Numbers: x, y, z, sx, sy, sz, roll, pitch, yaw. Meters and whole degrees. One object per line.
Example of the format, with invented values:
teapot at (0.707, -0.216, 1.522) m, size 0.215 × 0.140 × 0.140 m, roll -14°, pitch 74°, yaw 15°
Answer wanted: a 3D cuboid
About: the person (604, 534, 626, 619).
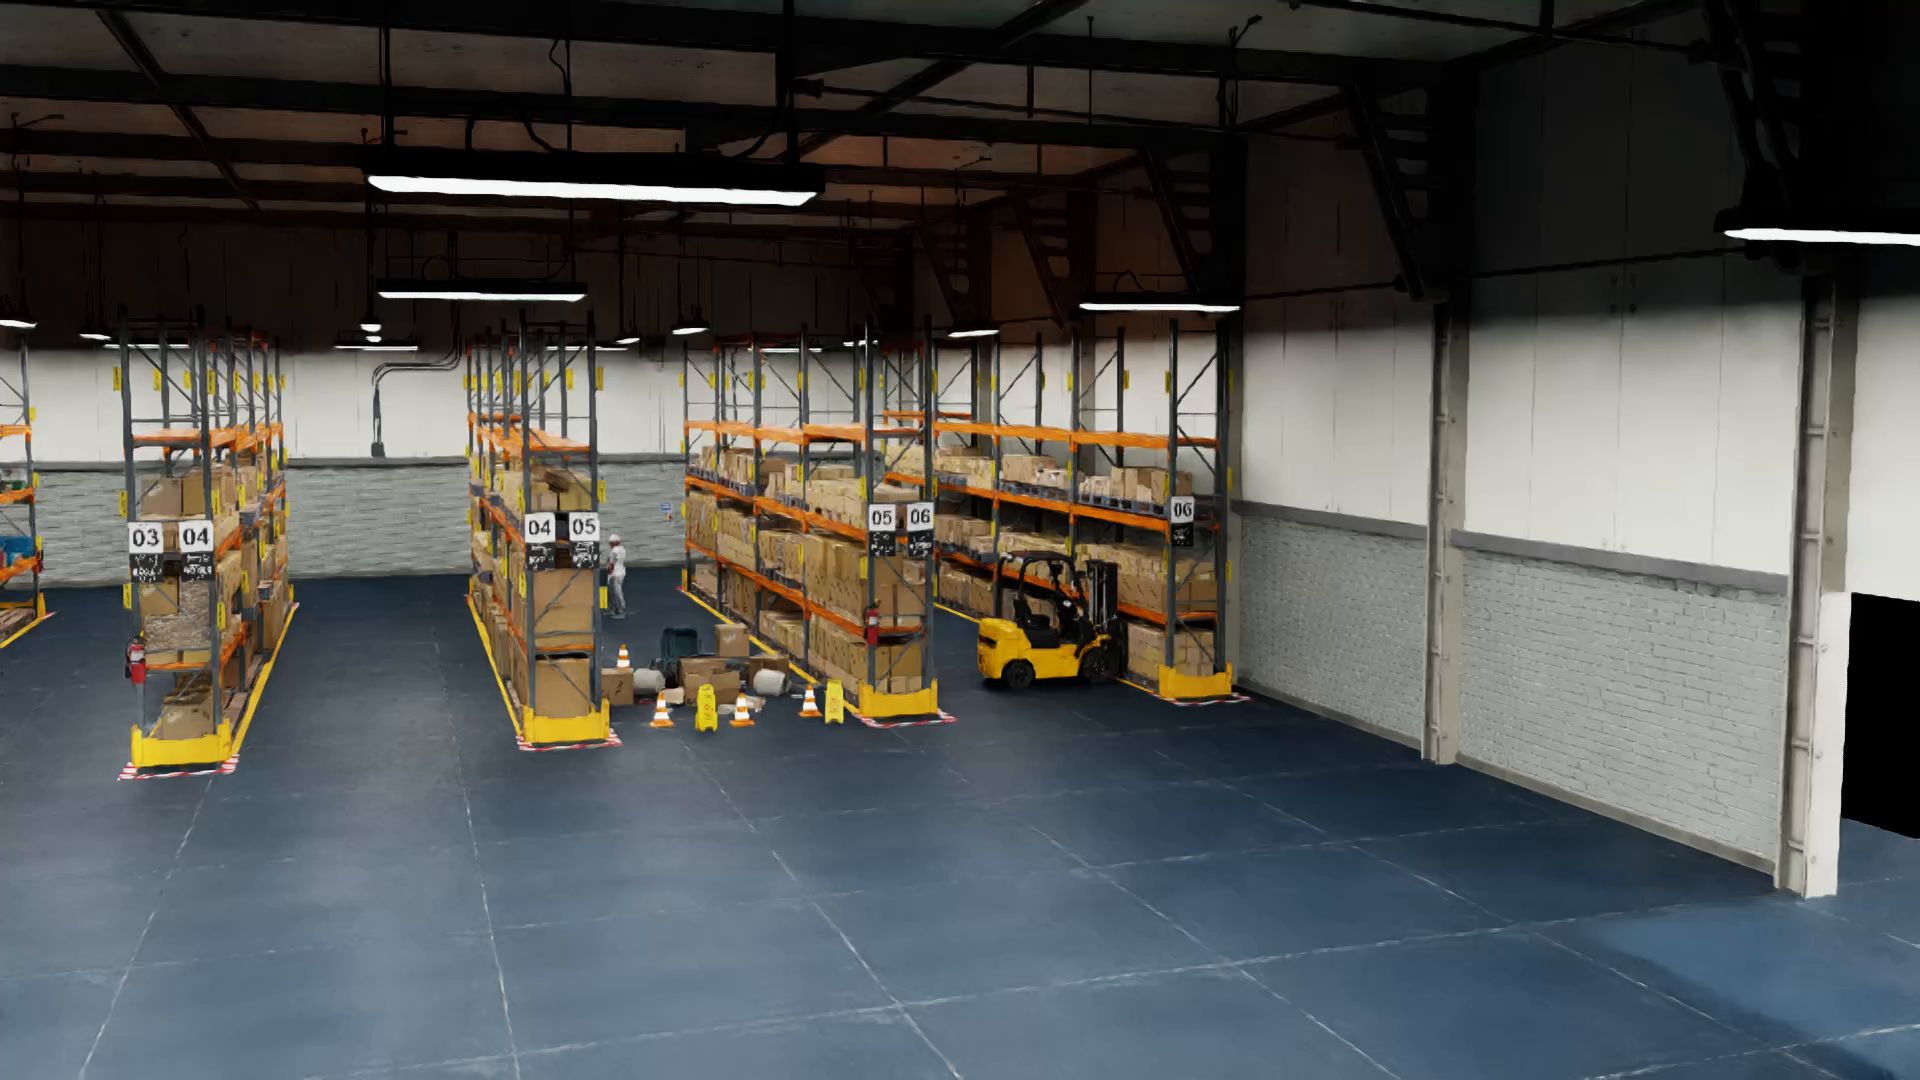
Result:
person at (-7.324, 0.756, 35.264) m, size 0.574 × 1.783 × 0.662 m, roll 1°, pitch 5°, yaw 8°
